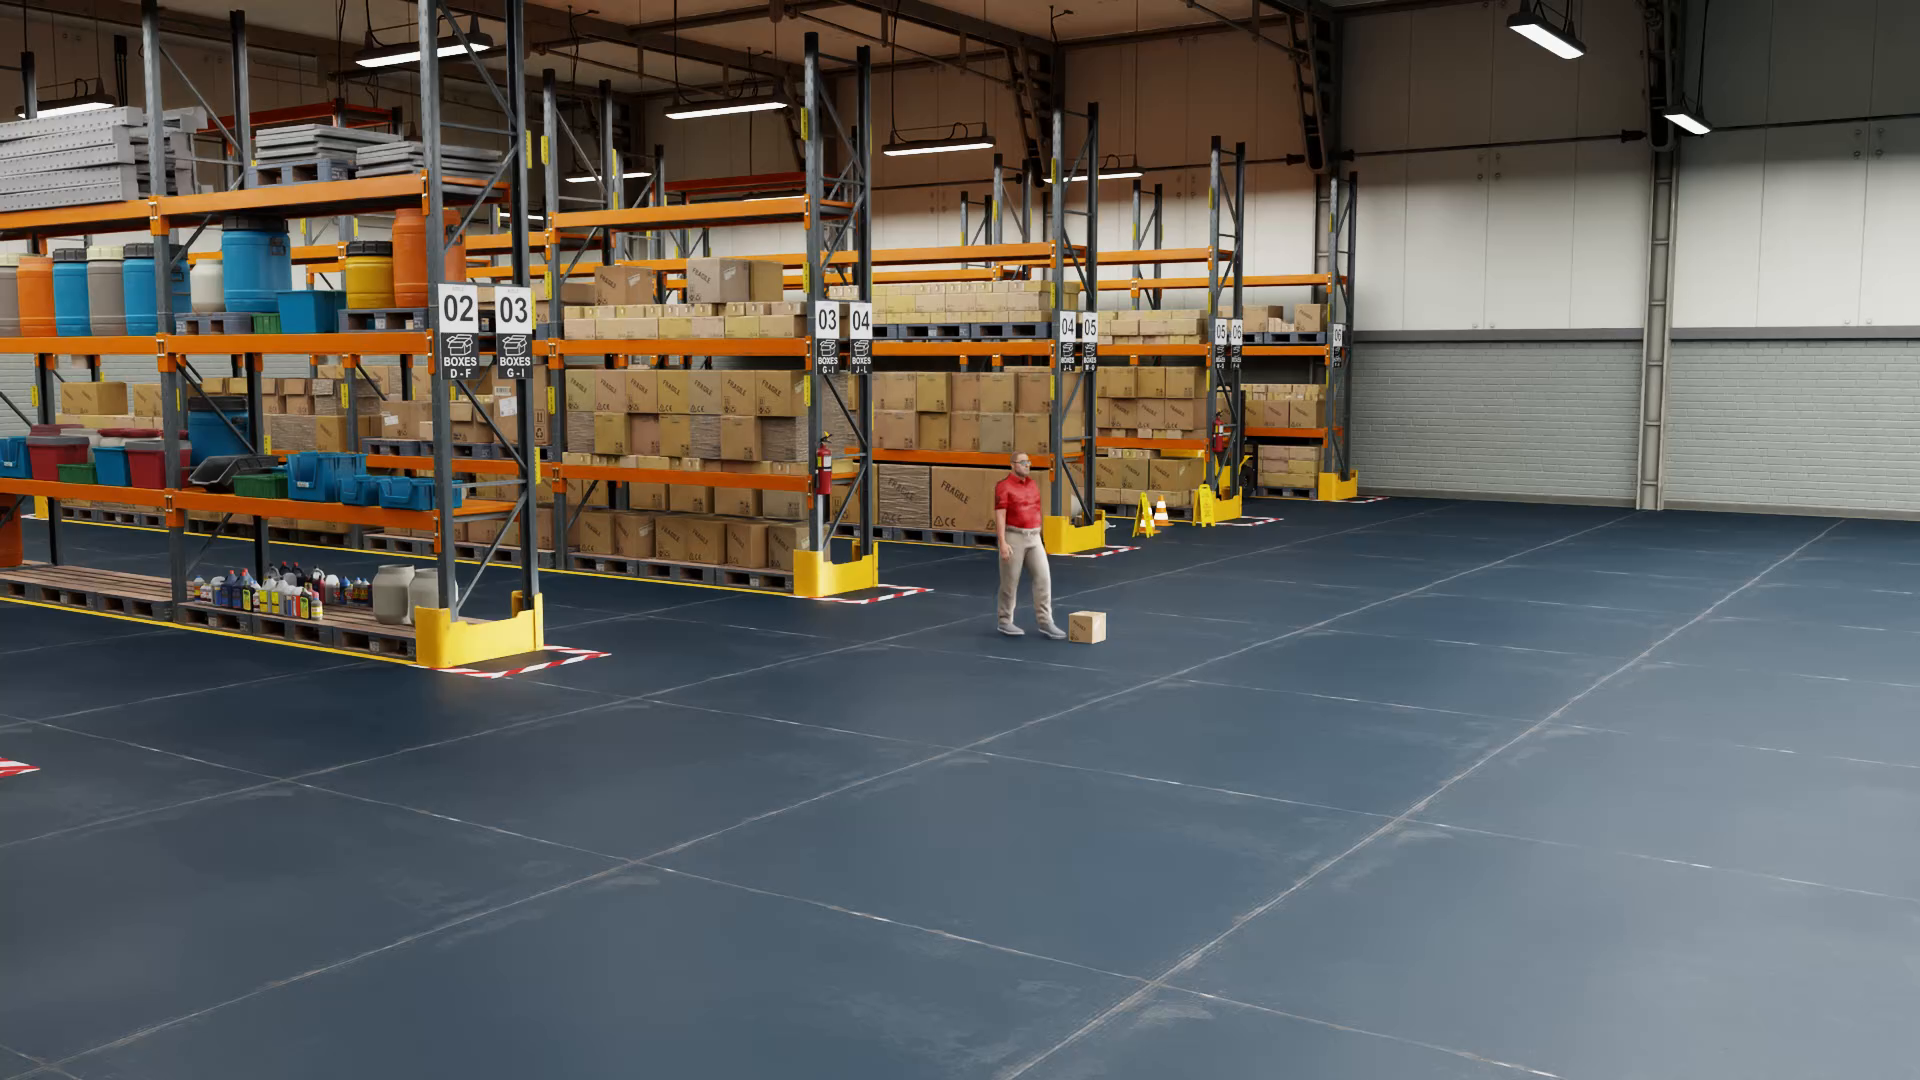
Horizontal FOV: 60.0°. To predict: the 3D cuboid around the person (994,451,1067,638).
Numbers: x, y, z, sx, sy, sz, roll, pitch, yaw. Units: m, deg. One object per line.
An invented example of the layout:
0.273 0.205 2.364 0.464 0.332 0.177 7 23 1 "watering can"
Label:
0.637 0.039 15.420 0.548 1.720 0.679 -5 8 -38 "person"
